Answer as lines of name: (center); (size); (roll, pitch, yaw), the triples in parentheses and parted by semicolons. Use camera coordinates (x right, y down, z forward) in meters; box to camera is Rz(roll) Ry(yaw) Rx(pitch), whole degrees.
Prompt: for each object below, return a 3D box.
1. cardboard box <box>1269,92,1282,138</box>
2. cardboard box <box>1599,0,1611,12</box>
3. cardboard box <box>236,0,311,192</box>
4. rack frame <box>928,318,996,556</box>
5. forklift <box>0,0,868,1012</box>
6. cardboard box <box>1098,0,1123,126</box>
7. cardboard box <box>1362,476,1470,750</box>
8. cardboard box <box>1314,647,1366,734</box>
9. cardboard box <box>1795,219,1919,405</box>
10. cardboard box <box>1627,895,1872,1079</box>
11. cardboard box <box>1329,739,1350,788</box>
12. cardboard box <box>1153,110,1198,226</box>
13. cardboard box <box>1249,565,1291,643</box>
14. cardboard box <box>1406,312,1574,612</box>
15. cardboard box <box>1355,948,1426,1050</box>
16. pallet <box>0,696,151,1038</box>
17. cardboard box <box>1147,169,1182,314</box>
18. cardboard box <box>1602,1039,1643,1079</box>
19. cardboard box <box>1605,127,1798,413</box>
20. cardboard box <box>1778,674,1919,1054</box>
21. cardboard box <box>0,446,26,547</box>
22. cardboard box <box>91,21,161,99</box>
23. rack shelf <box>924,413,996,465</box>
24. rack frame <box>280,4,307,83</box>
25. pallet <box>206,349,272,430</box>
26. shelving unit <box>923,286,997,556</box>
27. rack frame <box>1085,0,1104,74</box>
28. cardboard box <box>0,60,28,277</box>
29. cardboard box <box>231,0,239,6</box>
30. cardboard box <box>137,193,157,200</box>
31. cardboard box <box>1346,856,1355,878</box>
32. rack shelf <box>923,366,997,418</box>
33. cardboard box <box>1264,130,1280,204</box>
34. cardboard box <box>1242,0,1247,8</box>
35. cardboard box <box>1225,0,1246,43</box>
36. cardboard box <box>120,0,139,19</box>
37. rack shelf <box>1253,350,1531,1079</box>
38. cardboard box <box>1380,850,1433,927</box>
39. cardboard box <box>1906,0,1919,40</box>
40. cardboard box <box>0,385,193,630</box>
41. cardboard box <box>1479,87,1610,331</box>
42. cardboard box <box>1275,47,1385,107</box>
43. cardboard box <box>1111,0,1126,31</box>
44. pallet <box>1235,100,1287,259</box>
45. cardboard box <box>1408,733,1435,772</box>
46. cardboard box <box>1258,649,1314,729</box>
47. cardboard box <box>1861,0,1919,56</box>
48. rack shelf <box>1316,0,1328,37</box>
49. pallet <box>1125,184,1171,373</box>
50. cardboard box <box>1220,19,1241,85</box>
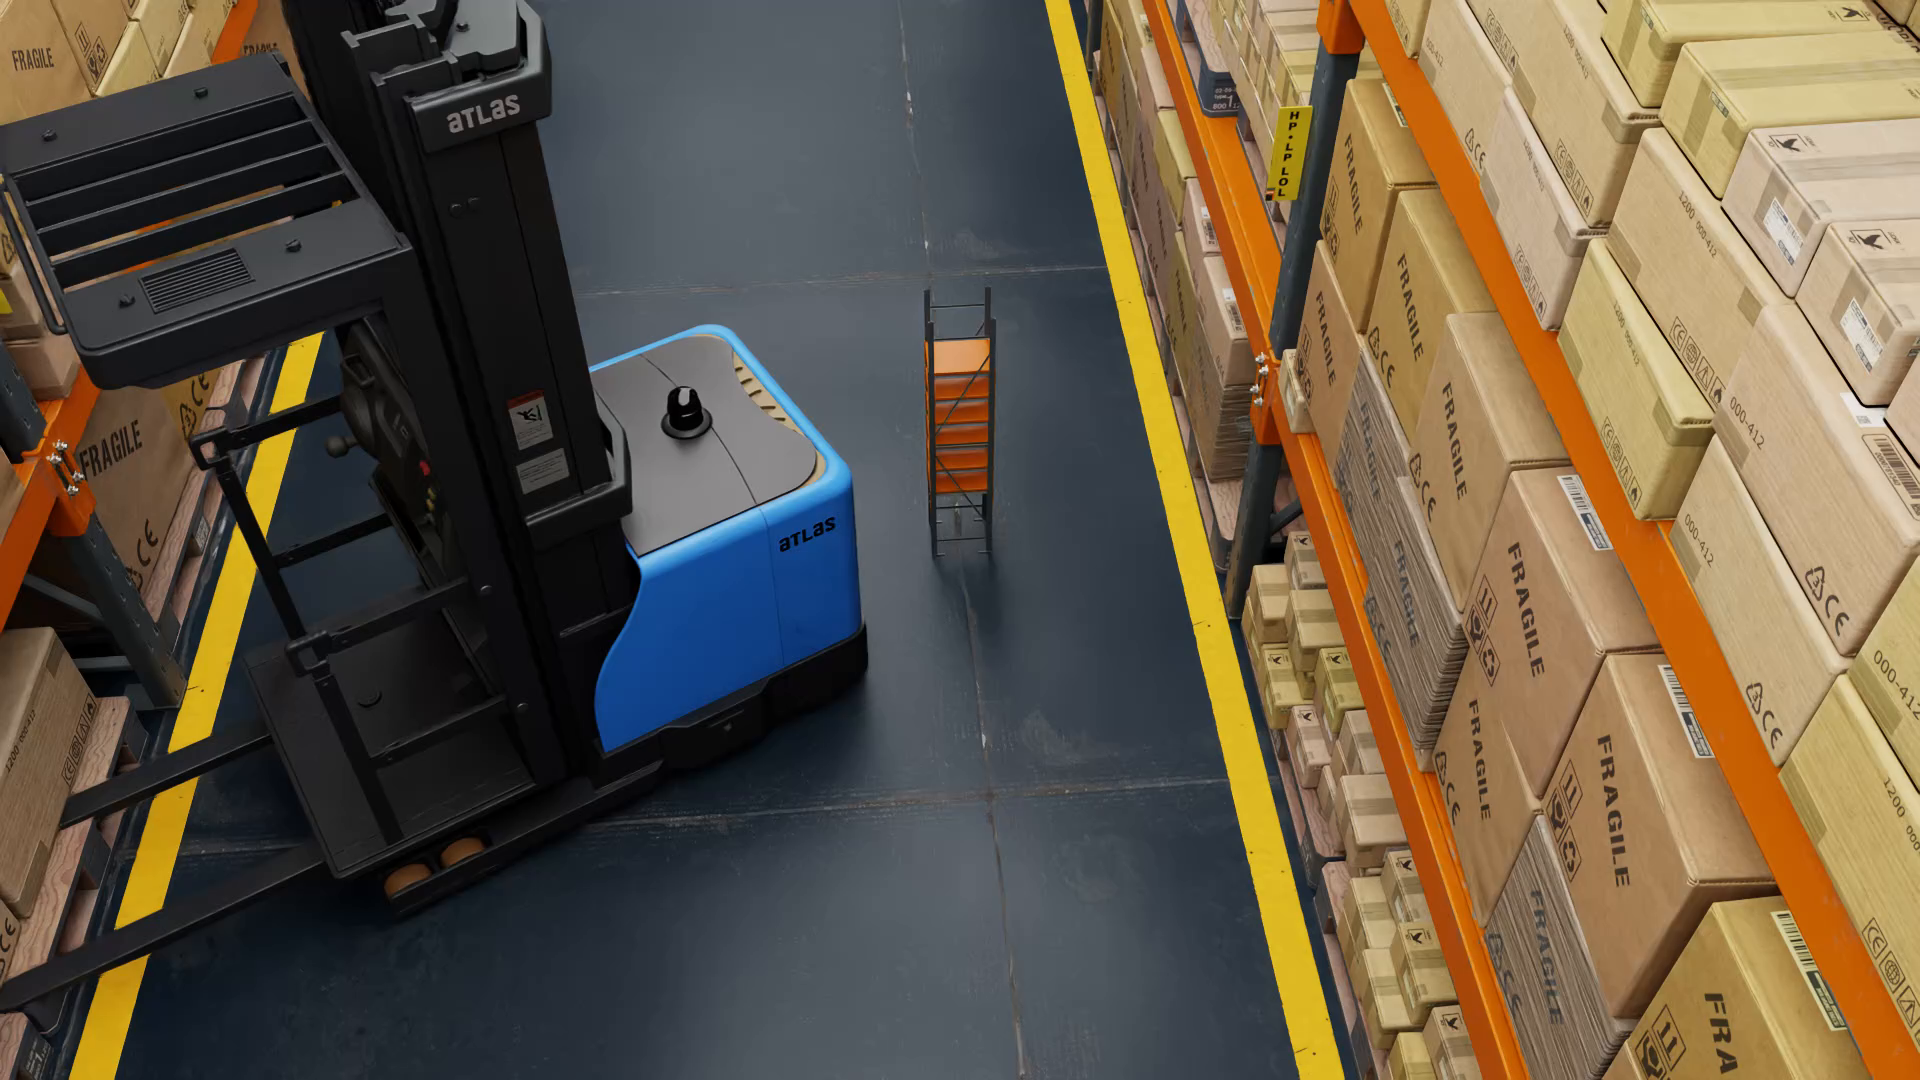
cardboard box: (1.283, -1.419, 5.707); (0.380, 0.149, 0.250); (-3, 47, -3)
cardboard box: (1.404, -1.102, 3.146); (0.380, 0.149, 0.250); (-5, 47, -5)
cardboard box: (-3.748, -2.221, 7.962); (0.875, 0.875, 0.875); (-4, 47, -4)
rack frame: (0.006, -0.357, 6.262); (0.240, 1.200, 0.006); (-3, 47, -3)
forklift: (-1.861, -0.207, 4.927); (3.031, 2.935, 1.130); (-25, 51, -22)
cardboard box: (1.006, -2.444, 8.431); (0.500, 0.500, 0.500); (-5, 47, -5)
cardboard box: (1.381, 0.169, 4.250); (0.500, 0.500, 0.500); (-4, 47, -4)
cardboard box: (1.393, 0.484, 5.490); (0.380, 0.149, 0.250); (-4, 47, -4)
cardboard box: (1.474, -0.338, 2.423); (0.380, 0.149, 0.250); (-3, 47, -2)
cardboard box: (1.542, 0.939, 2.833); (0.500, 0.500, 0.500); (-5, 47, -5)
cardboard box: (1.434, 0.770, 5.424); (0.380, 0.149, 0.250); (-6, 47, -5)
cardboard box: (1.133, -1.613, 7.127); (0.500, 0.250, 0.500); (-5, 47, -5)
cardboard box: (1.247, 0.223, 5.942); (0.380, 0.149, 0.250); (-2, 47, -1)
cardboard box: (1.401, -0.191, 3.902); (0.500, 0.500, 0.500); (-3, 47, -3)
cardboard box: (1.387, 1.337, 4.887); (0.380, 0.149, 0.250); (-3, 47, -3)
pallet: (-3.403, 1.096, 5.567); (1.003, 0.211, 1.213); (-3, 47, -3)
cardboard box: (1.142, -1.340, 7.385); (0.500, 0.500, 0.500); (-4, 47, -4)
cardboard box: (1.539, 1.283, 3.195); (0.500, 0.500, 0.500); (-4, 47, -4)
cardboard box: (1.464, -0.474, 2.826); (0.500, 0.250, 0.500); (-5, 47, -5)
cardboard box: (1.519, 0.440, 2.304); (0.500, 0.250, 0.500); (-3, 47, -3)
cardboard box: (-3.095, -0.133, 4.741); (0.500, 0.500, 0.500); (-3, 47, -3)
cardboard box: (-3.232, -1.616, 5.974); (0.500, 0.250, 0.500); (-3, 47, -3)
rack shelf: (-0.001, -0.392, 6.357); (0.258, 0.103, 0.180); (-3, 47, -3)
rack frame: (-3.723, -3.312, 7.821); (1.000, 3.000, 0.127); (-3, 47, -3)
pallet: (-3.633, -0.898, 7.455); (1.003, 0.211, 1.213); (-3, 47, -3)
shelving unit: (-0.001, -0.423, 6.324); (0.258, 1.200, 0.189); (-3, 47, -3)
rack frame: (1.201, -3.686, 8.175); (1.000, 3.000, 0.127); (-3, 47, -3)
cardboard box: (-3.139, -1.132, 4.999); (0.500, 0.500, 0.500); (-3, 47, -3)
cardboard box: (-3.364, -2.542, 7.195); (0.500, 0.250, 0.500); (-3, 47, -3)
cardboard box: (-3.234, -1.447, 6.158); (0.500, 0.250, 0.500); (-4, 47, -4)
cardboard box: (1.469, 1.069, 5.346); (0.380, 0.149, 0.250); (-5, 47, -5)
rack shelf: (-0.001, -0.558, 6.182); (0.258, 0.103, 0.180); (-3, 47, -3)
cardboard box: (1.283, -1.313, 5.812); (0.380, 0.149, 0.250); (-3, 47, -3)
cardboard box: (1.225, -2.083, 6.131); (0.380, 0.149, 0.250); (-5, 47, -5)
cardboard box: (1.217, -1.984, 6.242); (0.380, 0.149, 0.250); (-6, 47, -5)
cardboard box: (-3.298, -2.235, 6.043); (0.500, 0.500, 0.500); (-4, 47, -4)
rack shelf: (1.703, 0.902, 4.325); (1.077, 0.370, 4.000); (-3, 47, -3)
cardboard box: (1.482, 1.052, 4.952); (0.380, 0.149, 0.250); (-5, 47, -5)
cardboard box: (1.968, -0.937, 2.990); (0.380, 0.149, 0.250); (-4, 47, -4)
cardboard box: (-3.520, -0.276, 6.119); (0.875, 0.875, 0.875); (-2, 47, -2)
cardboard box: (1.387, -0.681, 3.367); (0.500, 0.250, 0.500); (-2, 47, -2)
cardboard box: (1.284, -1.528, 5.605); (0.380, 0.149, 0.250); (-5, 47, -4)
cardboard box: (1.018, -2.715, 8.172); (0.500, 0.250, 0.500); (-5, 47, -5)
pallet: (1.617, -1.288, 6.036); (1.003, 0.211, 1.213); (-3, 47, -3)
cardboard box: (1.392, 0.469, 4.413); (0.380, 0.149, 0.250); (-2, 47, -2)
cardboard box: (1.268, 0.519, 5.867); (0.380, 0.149, 0.250); (-2, 47, -2)
cardboard box: (1.908, -0.871, 3.202); (0.500, 0.250, 0.500); (-2, 47, -2)
rack shelf: (1.368, -3.023, 5.977); (1.077, 0.370, 4.000); (-3, 47, -3)
pallet: (1.364, -1.281, 7.818); (1.003, 0.211, 1.213); (-3, 47, -3)
cardboard box: (1.214, -1.876, 6.345); (0.380, 0.149, 0.250); (-5, 47, -5)
